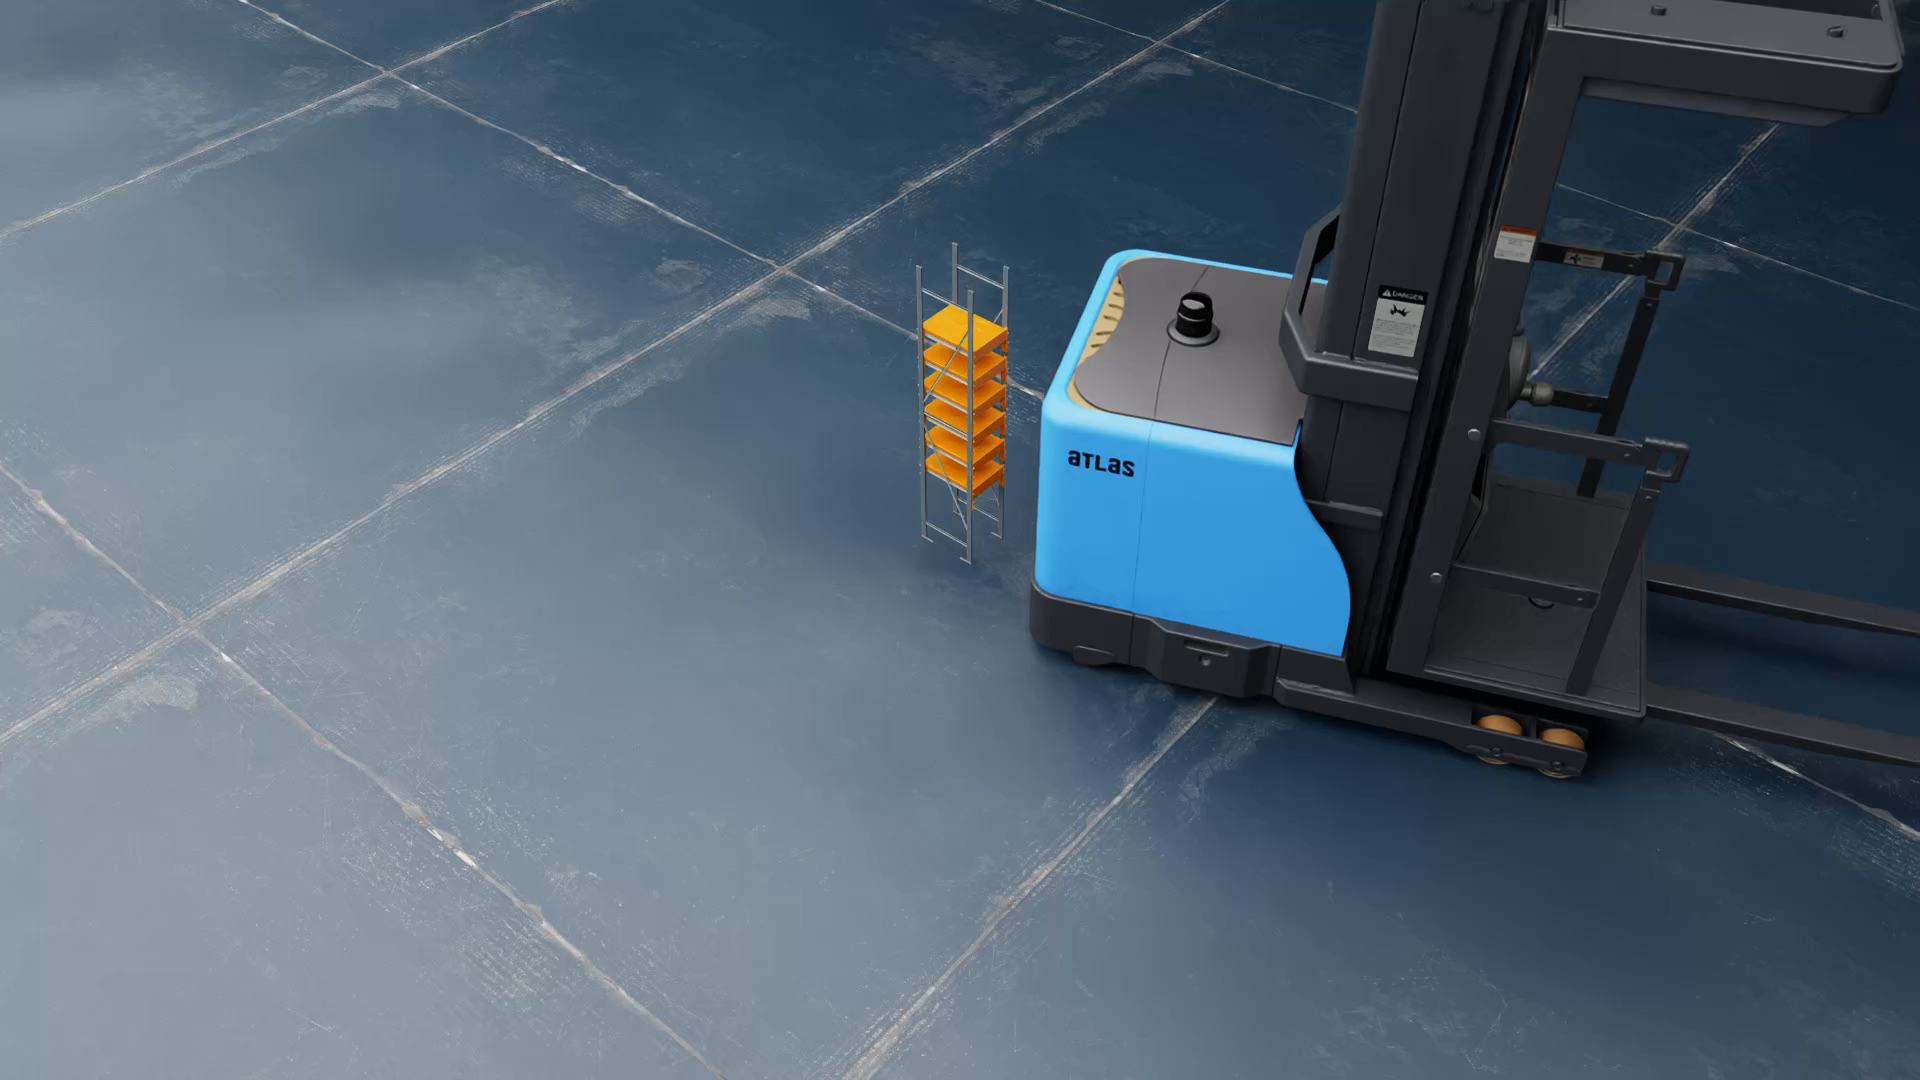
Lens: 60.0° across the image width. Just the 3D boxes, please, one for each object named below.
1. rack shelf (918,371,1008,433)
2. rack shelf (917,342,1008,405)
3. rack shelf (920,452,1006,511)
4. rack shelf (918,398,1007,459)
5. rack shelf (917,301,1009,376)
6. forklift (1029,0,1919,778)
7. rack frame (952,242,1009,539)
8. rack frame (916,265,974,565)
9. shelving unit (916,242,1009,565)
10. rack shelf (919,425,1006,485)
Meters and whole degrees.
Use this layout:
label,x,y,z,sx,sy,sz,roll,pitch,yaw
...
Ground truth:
label,x,y,z,sx,sy,sz,roll,pitch,yaw
rack shelf,0.009,-0.507,5.804,0.258,0.103,0.180,29,50,28
rack shelf,0.009,-0.596,5.723,0.258,0.103,0.180,29,50,28
rack shelf,0.009,-0.241,6.046,0.258,0.103,0.180,29,50,28
rack shelf,0.009,-0.419,5.884,0.258,0.103,0.180,29,50,28
rack shelf,0.009,-0.685,5.642,0.258,0.103,0.180,29,50,28
forklift,1.816,-0.715,4.857,3.031,2.935,1.130,12,44,13
rack frame,0.068,-0.499,5.906,0.240,1.200,0.006,29,50,28
rack frame,-0.050,-0.404,5.803,0.240,1.200,0.006,29,50,28
shelving unit,0.009,-0.451,5.855,0.258,1.200,0.189,29,50,28
rack shelf,0.009,-0.330,5.965,0.258,0.103,0.180,29,50,28
